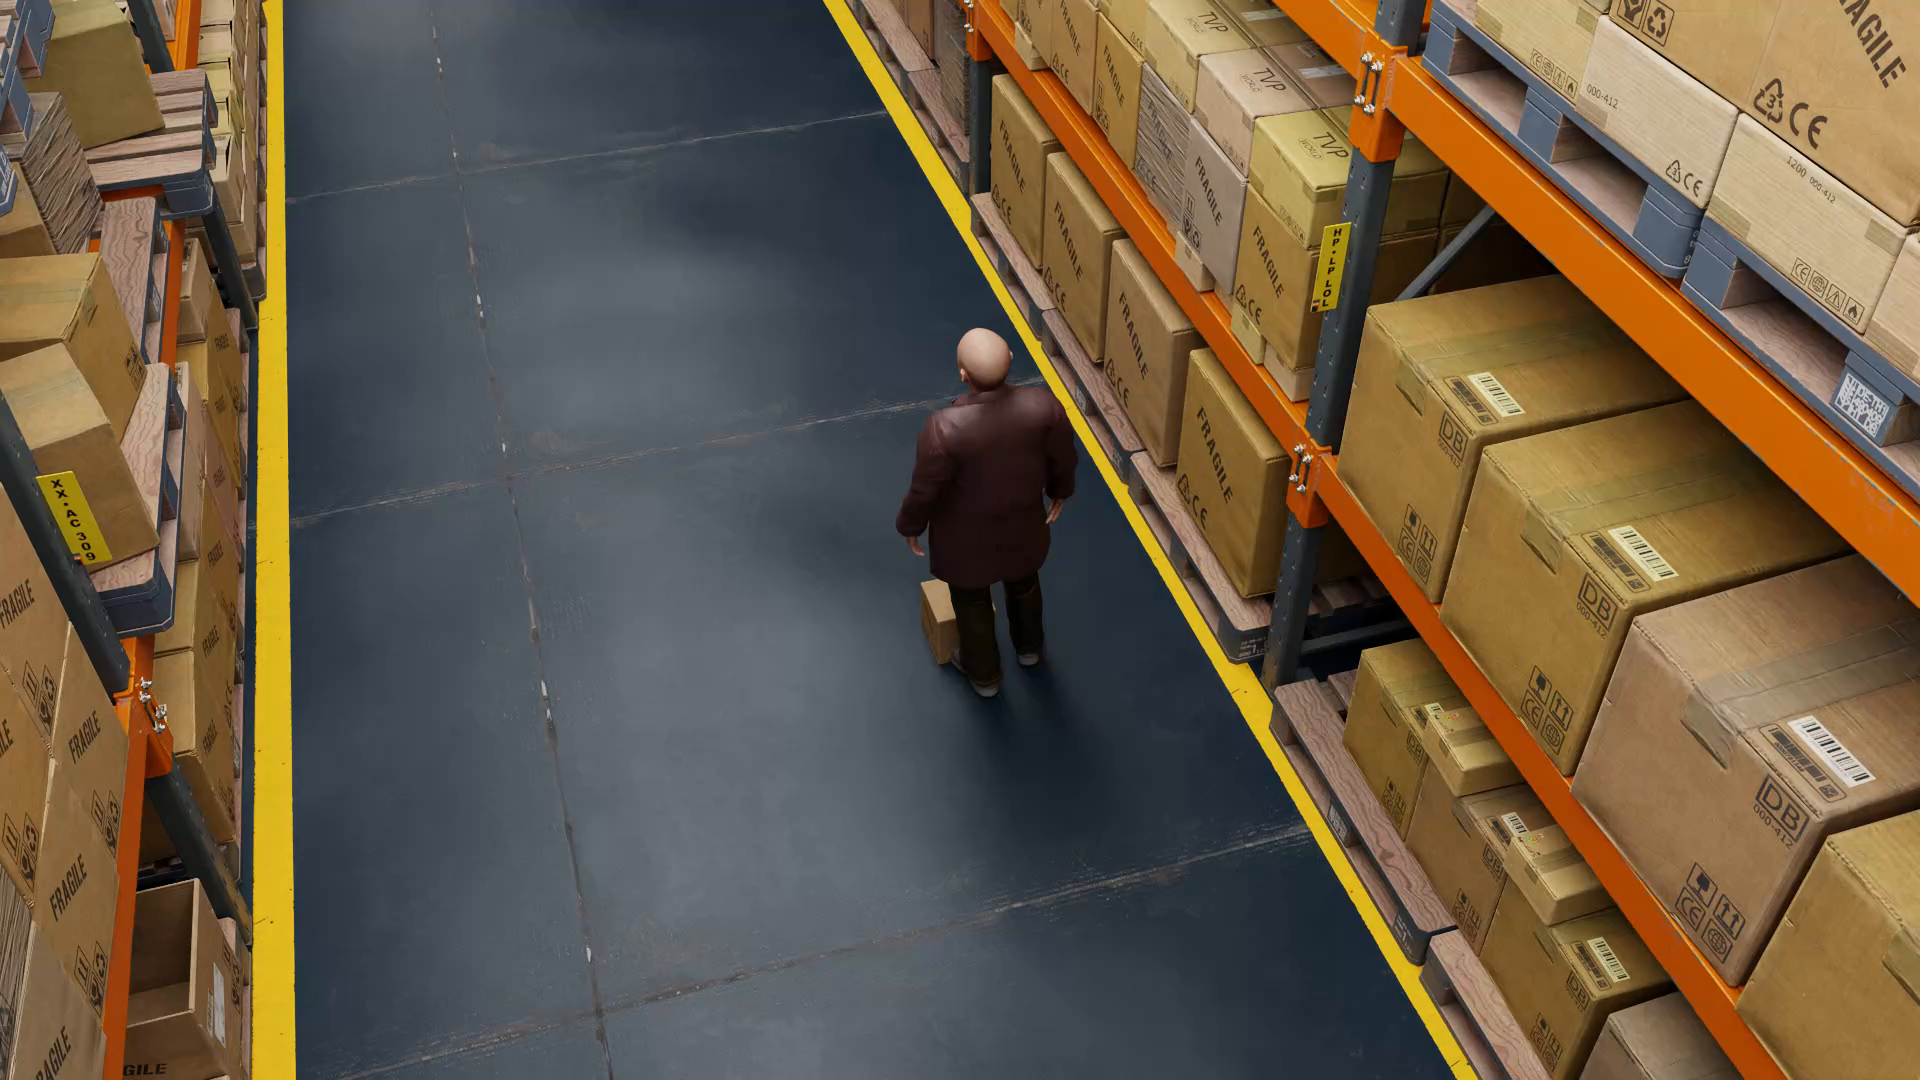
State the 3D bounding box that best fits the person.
[{"bbox_3d":[0.076,-0.141,6.316,0.695,1.776,0.582,-11,43,-13],"label":"person"}]
